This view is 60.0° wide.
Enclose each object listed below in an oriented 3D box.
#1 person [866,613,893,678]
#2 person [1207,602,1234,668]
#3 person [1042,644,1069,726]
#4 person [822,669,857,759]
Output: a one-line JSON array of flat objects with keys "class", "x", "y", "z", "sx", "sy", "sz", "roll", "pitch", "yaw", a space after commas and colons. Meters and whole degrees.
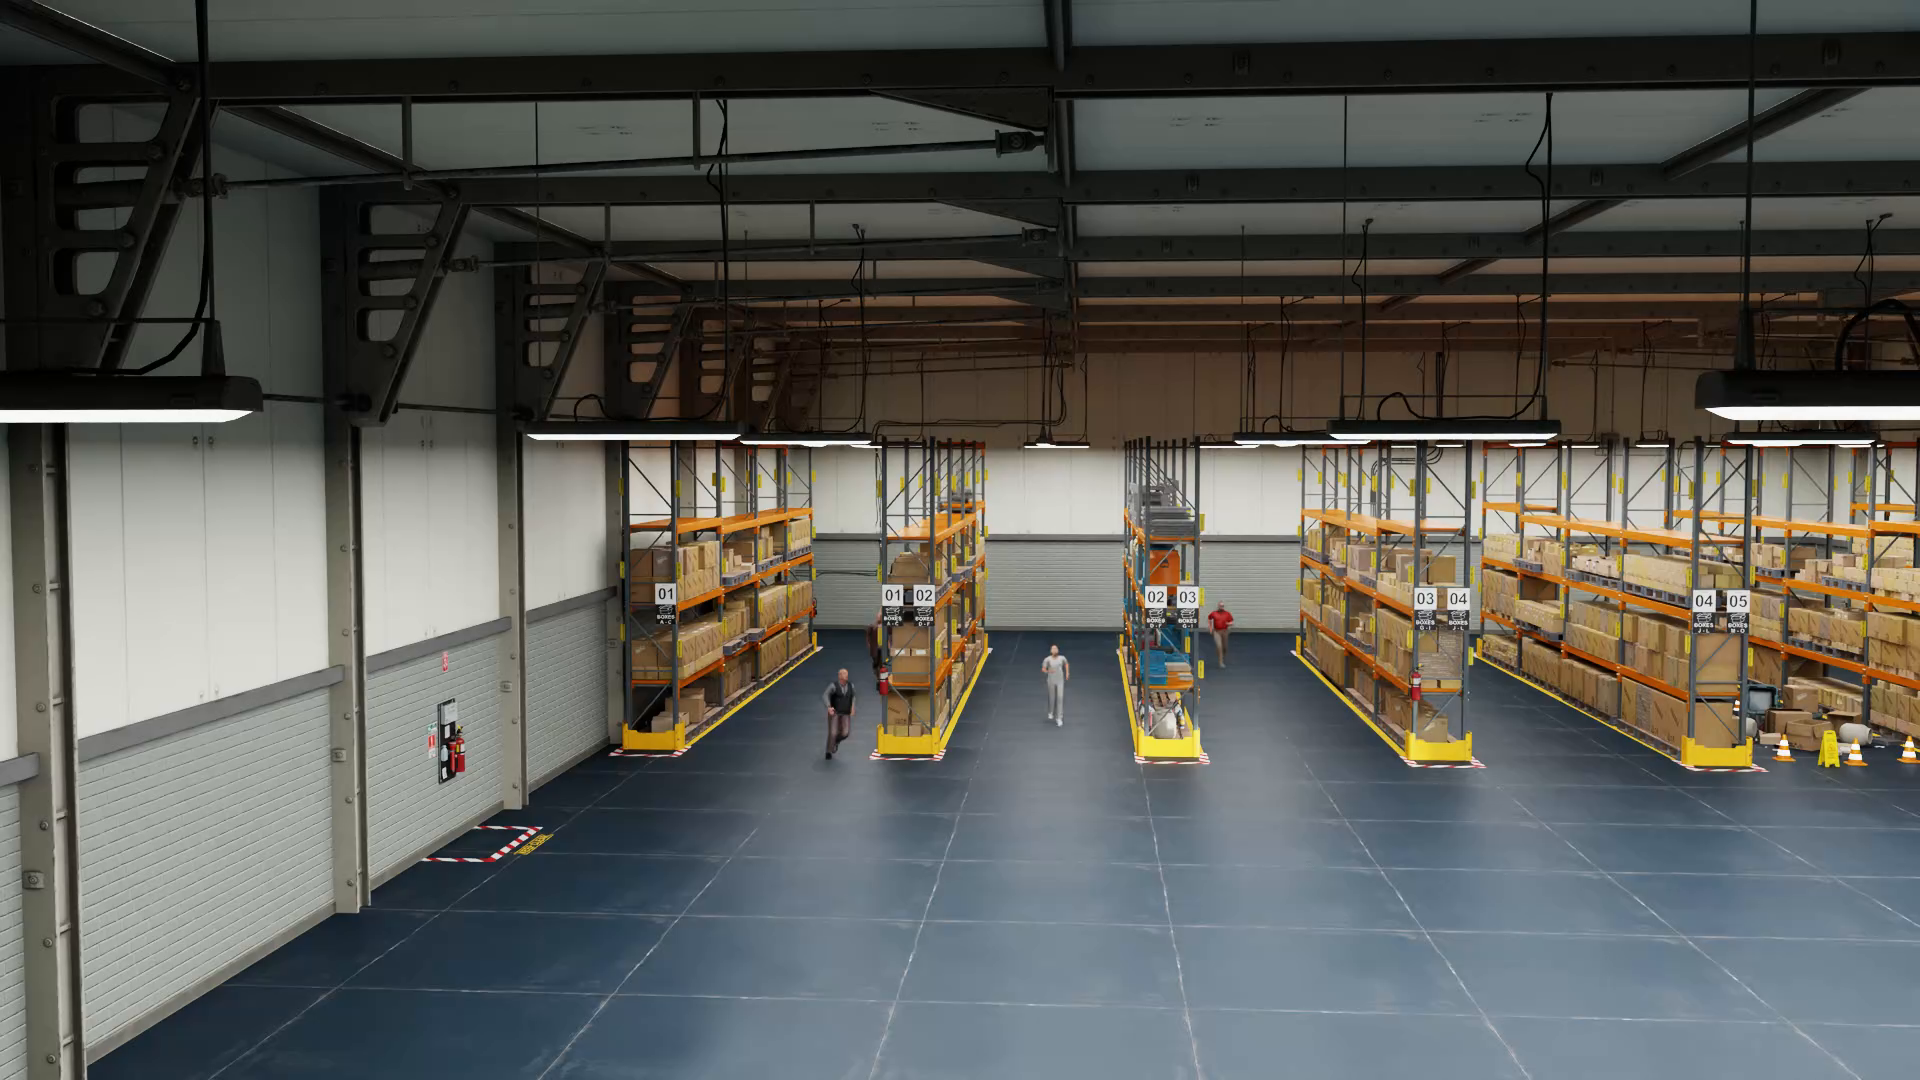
[{"class": "person", "x": -1.987, "y": 2.761, "z": 41.215, "sx": 0.695, "sy": 1.528, "sz": 0.673, "roll": 0, "pitch": 3, "yaw": -4}, {"class": "person", "x": 6.915, "y": 2.497, "z": 44.094, "sx": 0.665, "sy": 1.695, "sz": 0.939, "roll": 0, "pitch": 3, "yaw": -3}, {"class": "person", "x": 2.009, "y": 3.002, "z": 34.893, "sx": 0.575, "sy": 1.646, "sz": 1.021, "roll": 0, "pitch": 3, "yaw": -1}, {"class": "person", "x": -2.220, "y": 3.236, "z": 31.032, "sx": 0.708, "sy": 1.657, "sz": 0.525, "roll": -1, "pitch": 3, "yaw": -22}]
